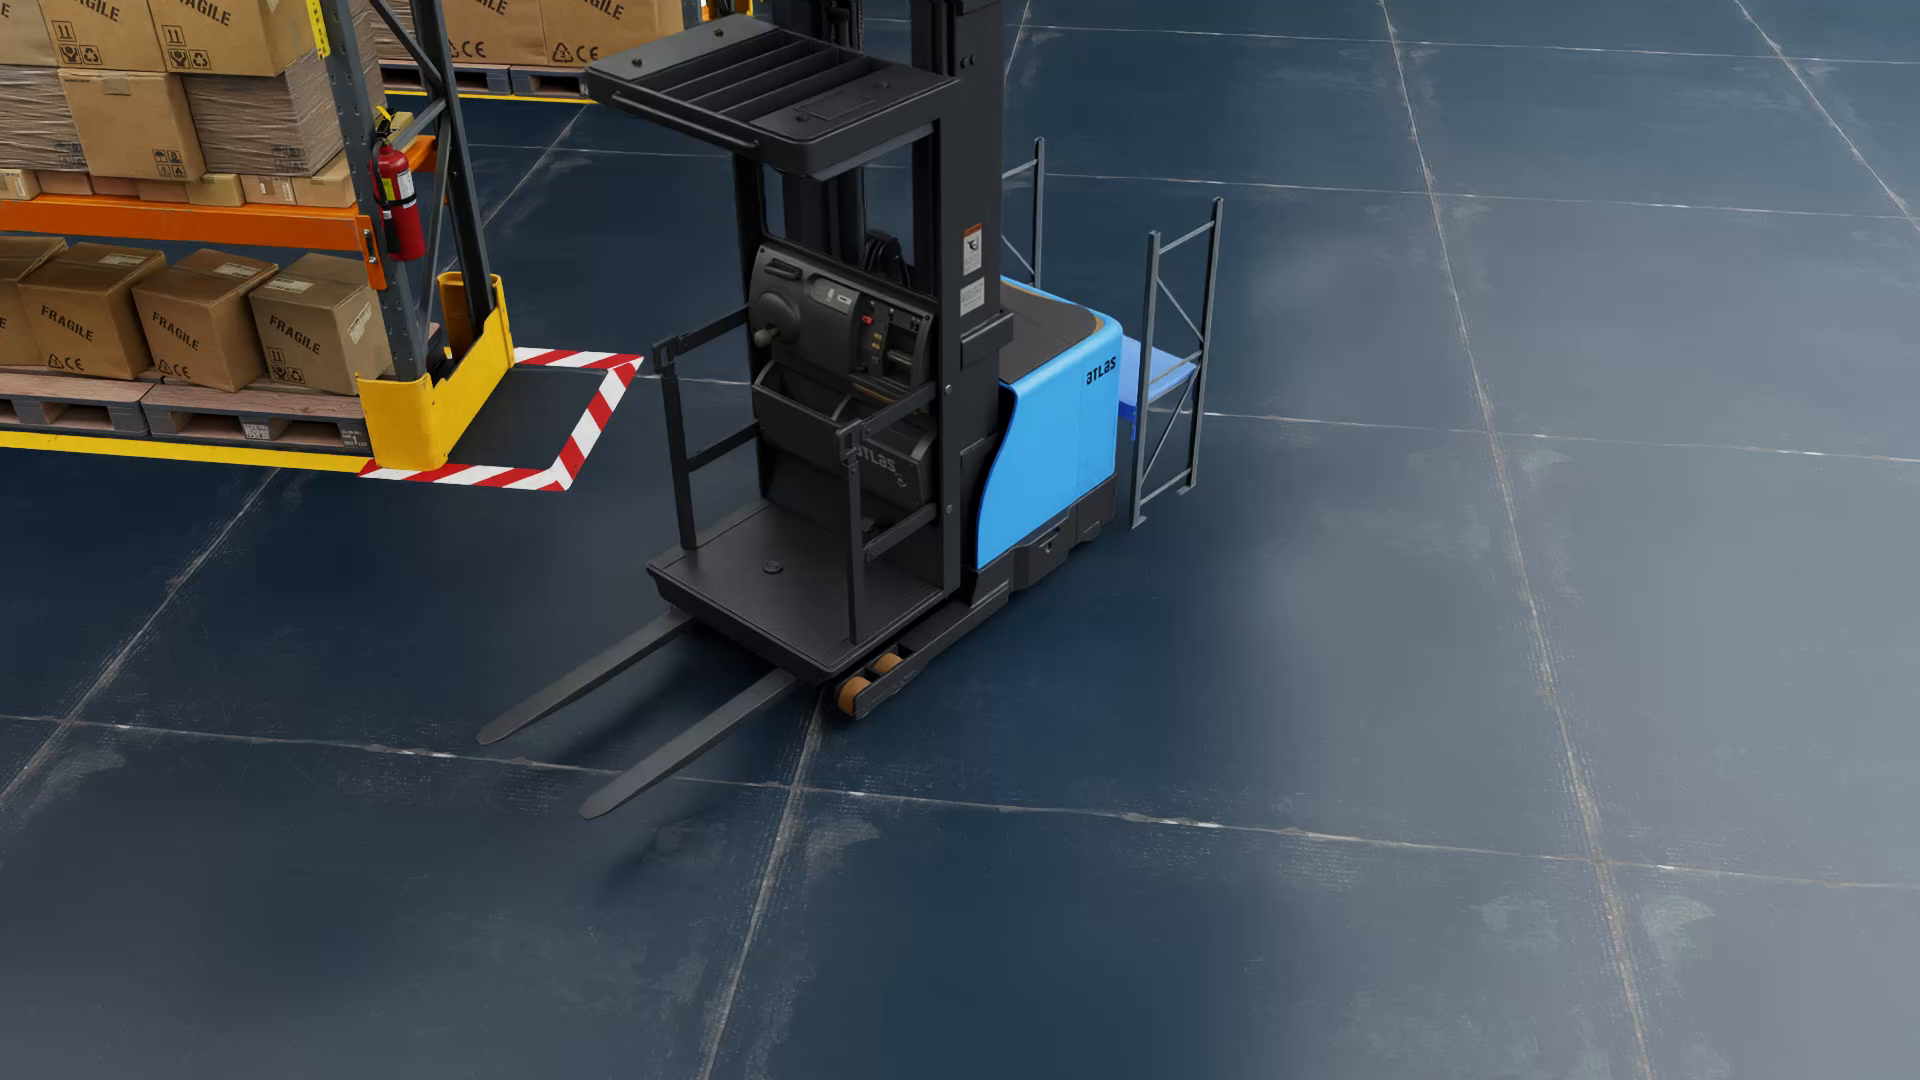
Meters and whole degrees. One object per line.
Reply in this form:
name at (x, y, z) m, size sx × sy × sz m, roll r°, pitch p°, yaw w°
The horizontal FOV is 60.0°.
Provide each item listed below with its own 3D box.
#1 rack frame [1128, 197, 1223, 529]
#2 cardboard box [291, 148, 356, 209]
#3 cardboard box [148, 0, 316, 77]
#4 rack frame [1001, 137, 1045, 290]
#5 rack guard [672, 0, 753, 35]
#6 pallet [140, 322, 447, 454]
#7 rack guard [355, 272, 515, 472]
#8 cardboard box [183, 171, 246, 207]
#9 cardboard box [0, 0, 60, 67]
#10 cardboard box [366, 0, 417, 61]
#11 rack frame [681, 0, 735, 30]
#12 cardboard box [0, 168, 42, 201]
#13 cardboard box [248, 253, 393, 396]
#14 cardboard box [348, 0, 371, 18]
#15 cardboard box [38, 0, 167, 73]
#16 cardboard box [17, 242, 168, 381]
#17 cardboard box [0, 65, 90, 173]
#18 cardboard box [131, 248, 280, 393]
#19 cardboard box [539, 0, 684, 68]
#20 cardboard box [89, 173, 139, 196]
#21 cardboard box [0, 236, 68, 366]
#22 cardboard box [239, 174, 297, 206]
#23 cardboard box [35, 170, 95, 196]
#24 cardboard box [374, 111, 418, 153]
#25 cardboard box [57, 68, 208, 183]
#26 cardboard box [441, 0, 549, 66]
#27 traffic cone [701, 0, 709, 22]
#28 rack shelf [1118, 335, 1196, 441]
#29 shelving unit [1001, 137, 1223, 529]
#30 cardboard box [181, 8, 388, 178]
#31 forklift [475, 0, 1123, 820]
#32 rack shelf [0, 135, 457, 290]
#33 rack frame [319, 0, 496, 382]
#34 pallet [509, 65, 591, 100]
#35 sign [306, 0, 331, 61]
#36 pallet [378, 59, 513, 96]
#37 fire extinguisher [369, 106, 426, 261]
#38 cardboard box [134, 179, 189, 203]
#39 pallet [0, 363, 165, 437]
rack frame at (0.970, -0.776, 7.546) m, size 0.032 × 1.500 × 0.500 m, roll 28°, pitch 44°, yaw 33°
cardboard box at (-2.909, -1.699, 7.765) m, size 0.250 × 0.149 × 0.380 m, roll 4°, pitch 36°, yaw 6°
cardboard box at (-3.177, -2.366, 7.281) m, size 0.500 × 0.500 × 0.500 m, roll 4°, pitch 36°, yaw 6°
rack frame at (0.219, -1.174, 8.103) m, size 0.032 × 1.500 × 0.500 m, roll 28°, pitch 44°, yaw 33°
rack guard at (-1.844, -3.730, 12.547) m, size 0.348 × 0.500 × 1.175 m, roll 4°, pitch 36°, yaw 6°
pallet at (-3.477, -0.850, 8.760) m, size 1.213 × 0.211 × 1.003 m, roll 4°, pitch 36°, yaw 6°
rack guard at (-2.676, -0.887, 8.563) m, size 0.348 × 0.500 × 1.175 m, roll 4°, pitch 36°, yaw 6°
cardboard box at (-3.412, -1.707, 7.776) m, size 0.250 × 0.149 × 0.380 m, roll 4°, pitch 36°, yaw 6°
cardboard box at (-4.170, -2.438, 7.382) m, size 0.500 × 0.500 × 0.500 m, roll 4°, pitch 36°, yaw 6°
cardboard box at (-4.326, -4.200, 12.521) m, size 0.875 × 0.875 × 0.875 m, roll 5°, pitch 36°, yaw 6°
rack frame at (-1.868, -4.750, 11.823) m, size 0.127 × 3.000 × 1.000 m, roll 4°, pitch 36°, yaw 6°
cardboard box at (-4.410, -1.750, 7.836) m, size 0.250 × 0.149 × 0.380 m, roll 4°, pitch 36°, yaw 6°
cardboard box at (-3.218, -1.109, 8.511) m, size 0.500 × 0.500 × 0.500 m, roll 11°, pitch 37°, yaw 15°
cardboard box at (-3.111, -2.666, 7.700) m, size 0.500 × 0.500 × 0.500 m, roll 4°, pitch 36°, yaw 6°
cardboard box at (-3.674, -2.400, 7.328) m, size 0.500 × 0.500 × 0.500 m, roll 4°, pitch 36°, yaw 6°
cardboard box at (-4.433, -1.190, 8.626) m, size 0.500 × 0.500 × 0.500 m, roll 7°, pitch 36°, yaw 10°
cardboard box at (-4.144, -2.147, 7.834) m, size 0.500 × 0.500 × 0.875 m, roll 4°, pitch 36°, yaw 6°
cardboard box at (-3.815, -1.133, 8.546) m, size 0.500 × 0.500 × 0.500 m, roll 14°, pitch 38°, yaw 18°
cardboard box at (-2.549, -4.068, 12.335) m, size 0.875 × 0.875 × 0.875 m, roll 4°, pitch 36°, yaw 6°
cardboard box at (-3.900, -1.777, 7.873) m, size 0.250 × 0.149 × 0.380 m, roll 4°, pitch 36°, yaw 6°
cardboard box at (-4.981, -1.257, 8.720) m, size 0.500 × 0.500 × 0.500 m, roll 1°, pitch 36°, yaw 2°
cardboard box at (-3.157, -1.718, 7.791) m, size 0.250 × 0.149 × 0.380 m, roll 4°, pitch 36°, yaw 6°
cardboard box at (-4.151, -1.782, 7.881) m, size 0.250 × 0.149 × 0.380 m, roll 4°, pitch 36°, yaw 6°
cardboard box at (-2.853, -1.955, 8.124) m, size 0.250 × 0.149 × 0.380 m, roll 4°, pitch 36°, yaw 6°
cardboard box at (-3.654, -2.085, 7.748) m, size 0.500 × 0.500 × 0.875 m, roll 4°, pitch 36°, yaw 6°
cardboard box at (-3.422, -4.132, 12.425) m, size 0.875 × 0.875 × 0.875 m, roll 4°, pitch 36°, yaw 5°
traffic cone at (-2.214, -4.575, 13.761) m, size 0.334 × 0.463 × 0.336 m, roll 4°, pitch 36°, yaw 6°
rack shelf at (0.595, -0.828, 7.929) m, size 1.000 × 0.185 × 0.538 m, roll 28°, pitch 44°, yaw 33°
shelving unit at (0.595, -0.975, 7.825) m, size 1.048 × 1.500 × 0.538 m, roll 28°, pitch 44°, yaw 33°
cardboard box at (-3.142, -2.118, 7.793) m, size 0.500 × 0.500 × 0.875 m, roll 4°, pitch 36°, yaw 6°
forklift at (-0.608, -0.803, 6.352) m, size 1.130 × 2.935 × 3.031 m, roll 26°, pitch 43°, yaw 32°
rack shelf at (-4.584, -1.754, 8.245) m, size 4.000 × 0.370 × 1.077 m, roll 4°, pitch 36°, yaw 6°
rack frame at (-2.600, -1.899, 7.829) m, size 0.127 × 3.000 × 1.000 m, roll 4°, pitch 36°, yaw 6°
pallet at (-2.671, -3.629, 12.653) m, size 1.213 × 0.211 × 1.003 m, roll 4°, pitch 36°, yaw 6°
sign at (-2.691, -2.181, 6.955) m, size 0.005 × 0.325 × 0.100 m, roll 4°, pitch 36°, yaw 6°
pallet at (-3.878, -3.720, 12.781) m, size 1.213 × 0.211 × 1.003 m, roll 4°, pitch 36°, yaw 6°
fire extinguisher at (-2.545, -1.594, 7.468) m, size 0.183 × 0.674 × 0.296 m, roll 4°, pitch 36°, yaw 6°
cardboard box at (-3.658, -1.734, 7.814) m, size 0.250 × 0.149 × 0.380 m, roll 4°, pitch 36°, yaw 6°
pallet at (-4.684, -0.942, 8.888) m, size 1.213 × 0.211 × 1.003 m, roll 4°, pitch 36°, yaw 6°
